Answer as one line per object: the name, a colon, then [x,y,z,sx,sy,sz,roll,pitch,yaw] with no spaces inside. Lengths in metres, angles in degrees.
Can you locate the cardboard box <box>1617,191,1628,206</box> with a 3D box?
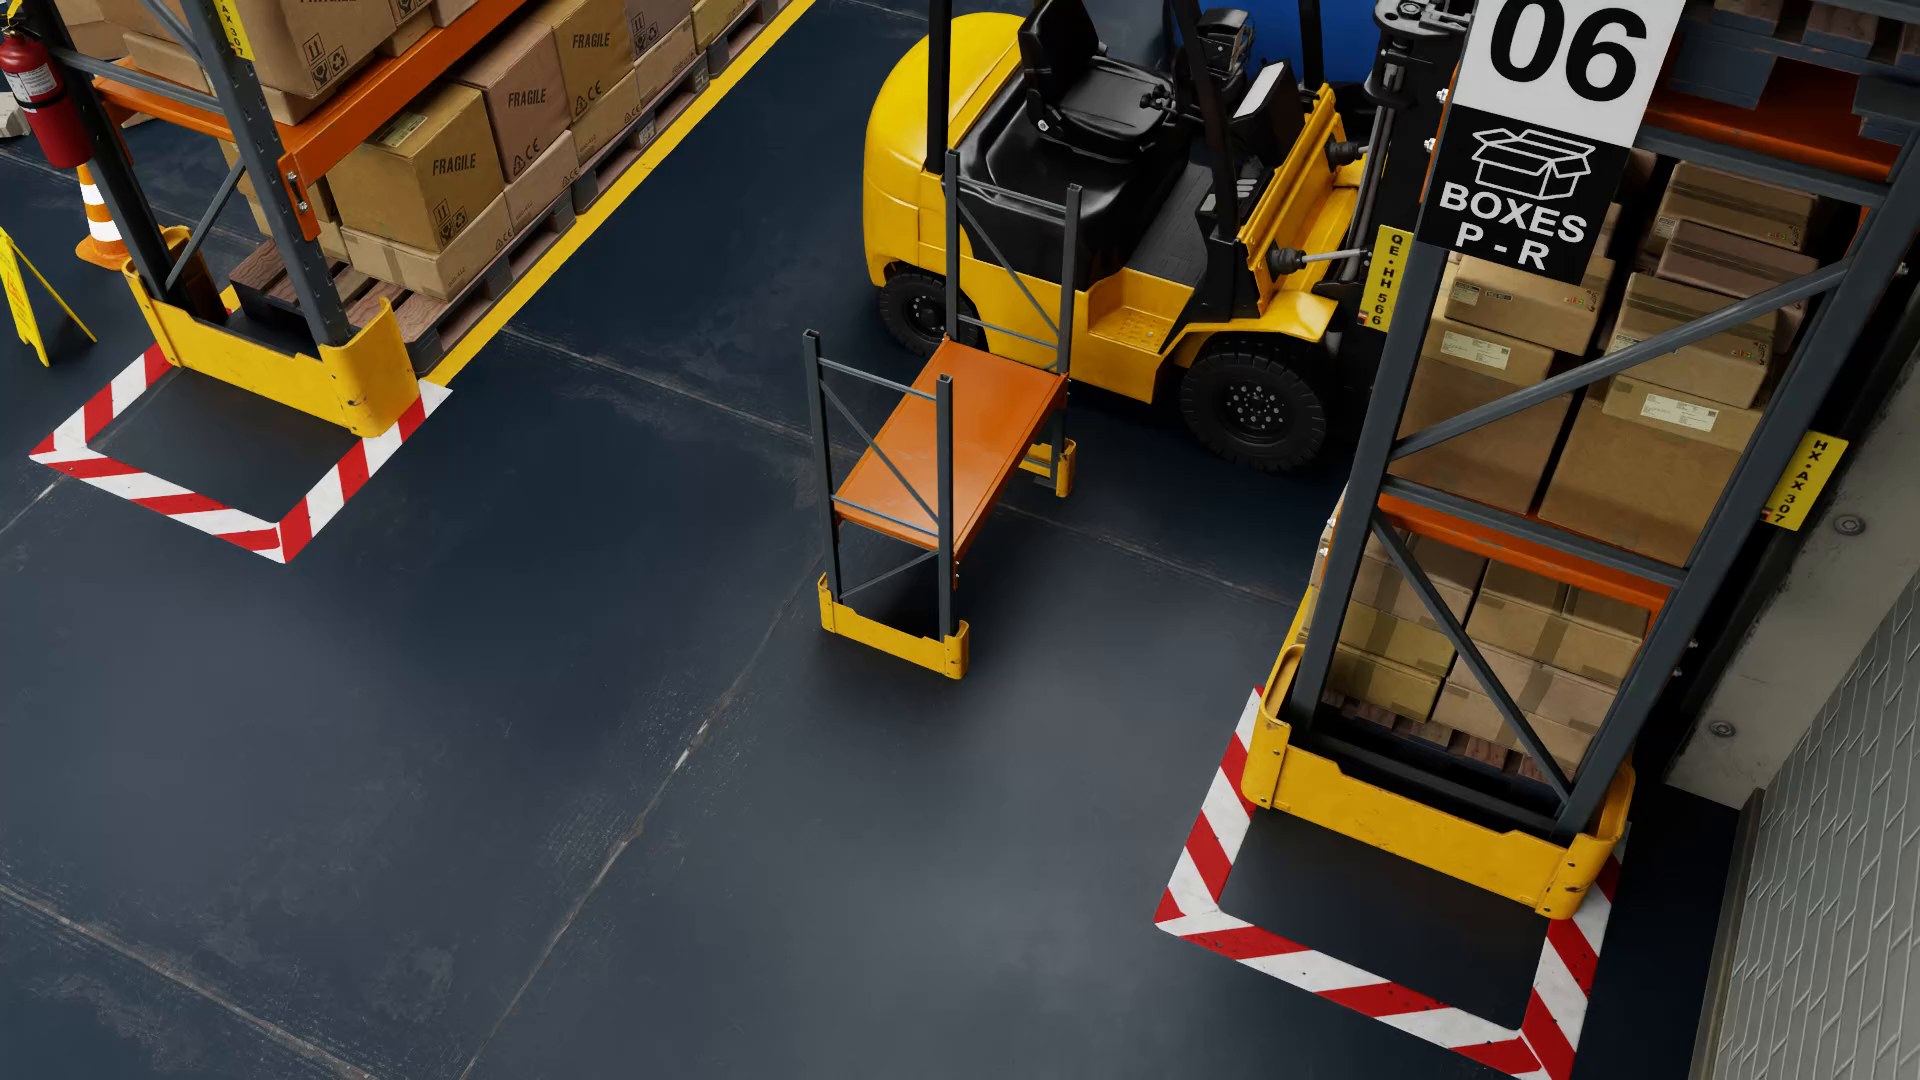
cardboard box: [1.834,-1.108,5.046,0.380,0.149,0.250,19,52,16]

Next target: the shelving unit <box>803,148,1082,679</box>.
shelving unit: [-0.033,-0.434,5.949,0.587,1.500,1.083,20,52,16]

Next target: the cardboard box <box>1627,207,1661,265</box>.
cardboard box: [2.116,-0.779,4.766,0.380,0.149,0.250,19,52,15]

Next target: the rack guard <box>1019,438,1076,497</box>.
rack guard: [0.180,-0.371,6.717,0.587,0.250,0.087,20,52,16]

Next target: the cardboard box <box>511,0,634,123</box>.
cardboard box: [-1.870,-2.310,7.599,0.500,0.500,0.500,21,53,17]

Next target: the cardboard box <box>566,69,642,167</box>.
cardboard box: [-1.874,-2.075,7.891,0.500,0.250,0.500,23,53,18]

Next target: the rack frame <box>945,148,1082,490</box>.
rack frame: [0.181,-0.777,6.242,0.500,1.500,0.032,20,52,16]

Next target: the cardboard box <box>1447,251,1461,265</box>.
cardboard box: [1.551,-0.782,4.769,0.380,0.149,0.250,21,53,17]

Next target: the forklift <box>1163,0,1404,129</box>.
forklift: [2.583,-3.341,7.484,3.031,2.935,1.130,1,50,1]

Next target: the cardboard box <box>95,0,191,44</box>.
cardboard box: [-2.933,-2.228,6.231,0.500,0.500,0.500,19,52,15]

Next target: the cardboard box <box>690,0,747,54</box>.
cardboard box: [-1.434,-2.771,8.483,0.500,0.250,0.500,19,52,15]

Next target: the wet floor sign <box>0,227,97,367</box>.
wet floor sign: [-3.964,-1.090,7.069,0.232,0.644,0.267,-37,59,-27]

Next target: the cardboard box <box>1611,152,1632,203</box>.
cardboard box: [1.701,-1.047,4.799,0.380,0.149,0.250,21,53,17]

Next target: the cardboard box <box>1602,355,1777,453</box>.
cardboard box: [1.954,-0.415,4.457,0.380,0.149,0.250,19,52,15]

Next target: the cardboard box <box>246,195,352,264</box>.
cardboard box: [-2.803,-1.542,7.437,0.500,0.250,0.500,20,52,16]

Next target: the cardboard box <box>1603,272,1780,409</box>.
cardboard box: [1.911,-0.524,4.355,0.380,0.149,0.250,19,52,15]

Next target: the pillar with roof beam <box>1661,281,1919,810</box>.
pillar with roof beam: [-1.206,-3.555,3.681,9.100,9.000,0.400,20,52,16]

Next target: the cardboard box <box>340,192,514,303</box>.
cardboard box: [-2.321,-1.347,7.271,0.500,0.250,0.500,19,52,16]

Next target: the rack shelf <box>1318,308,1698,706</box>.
rack shelf: [2.429,-1.168,6.062,1.077,0.370,4.000,20,52,16]

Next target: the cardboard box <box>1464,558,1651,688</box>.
cardboard box: [1.951,0.138,5.351,0.500,0.250,0.500,19,52,16]

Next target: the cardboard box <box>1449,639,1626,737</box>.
cardboard box: [1.963,0.313,5.531,0.500,0.250,0.500,21,53,17]

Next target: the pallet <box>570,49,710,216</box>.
pallet: [-1.981,-2.170,8.273,1.003,0.211,1.213,20,52,16]

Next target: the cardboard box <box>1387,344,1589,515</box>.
cardboard box: [1.547,-0.480,4.939,0.500,0.500,0.500,19,52,15]

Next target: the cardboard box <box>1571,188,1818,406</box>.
cardboard box: [2.239,-0.673,5.102,0.500,0.500,0.500,21,53,17]

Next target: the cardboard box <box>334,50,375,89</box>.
cardboard box: [-2.488,-1.900,6.377,0.380,0.149,0.250,21,53,17]

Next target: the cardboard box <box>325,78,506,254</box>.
cardboard box: [-2.311,-1.606,7.000,0.500,0.500,0.500,18,52,15]

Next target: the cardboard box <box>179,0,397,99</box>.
cardboard box: [-2.462,-2.001,6.037,0.500,0.500,0.500,19,52,16]

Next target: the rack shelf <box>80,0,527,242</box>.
rack shelf: [-2.061,-2.780,7.434,1.077,0.370,4.000,20,52,16]

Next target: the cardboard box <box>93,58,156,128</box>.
cardboard box: [-4.182,-2.272,8.400,0.250,0.149,0.380,-28,55,-22]

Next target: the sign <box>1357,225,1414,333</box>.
sign: [1.090,-0.662,4.243,0.100,0.325,0.005,20,52,16]

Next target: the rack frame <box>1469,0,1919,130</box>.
rack frame: [1.574,-1.968,2.331,1.000,3.000,0.127,20,52,16]

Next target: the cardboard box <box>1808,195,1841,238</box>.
cardboard box: [2.456,-1.092,5.033,0.380,0.149,0.250,20,53,16]

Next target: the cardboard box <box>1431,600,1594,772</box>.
cardboard box: [1.961,0.457,5.737,0.500,0.250,0.500,20,52,16]

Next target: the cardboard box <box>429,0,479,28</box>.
cardboard box: [-2.151,-2.216,6.646,0.380,0.149,0.250,21,53,17]

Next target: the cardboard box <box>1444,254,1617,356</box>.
cardboard box: [1.537,-0.678,4.485,0.380,0.149,0.250,20,52,16]

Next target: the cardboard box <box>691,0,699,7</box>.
cardboard box: [-1.432,-3.033,8.214,0.500,0.500,0.500,21,53,17]

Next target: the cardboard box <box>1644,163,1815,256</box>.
cardboard box: [2.153,-0.880,4.658,0.380,0.149,0.250,21,53,17]

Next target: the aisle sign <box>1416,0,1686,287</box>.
aisle sign: [1.281,-0.916,3.668,0.394,0.787,0.004,20,52,16]

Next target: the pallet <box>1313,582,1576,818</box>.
pallet: [1.863,0.340,6.137,1.003,0.211,1.213,20,52,16]

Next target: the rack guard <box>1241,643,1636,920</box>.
rack guard: [1.564,0.803,5.554,1.175,0.500,0.348,20,52,16]

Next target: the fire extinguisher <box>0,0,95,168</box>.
fire extinguisher: [-3.381,-1.682,6.078,0.296,0.674,0.183,20,52,16]

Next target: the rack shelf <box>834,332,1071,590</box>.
rack shelf: [-0.036,-0.311,6.081,0.538,0.185,1.000,20,52,16]
